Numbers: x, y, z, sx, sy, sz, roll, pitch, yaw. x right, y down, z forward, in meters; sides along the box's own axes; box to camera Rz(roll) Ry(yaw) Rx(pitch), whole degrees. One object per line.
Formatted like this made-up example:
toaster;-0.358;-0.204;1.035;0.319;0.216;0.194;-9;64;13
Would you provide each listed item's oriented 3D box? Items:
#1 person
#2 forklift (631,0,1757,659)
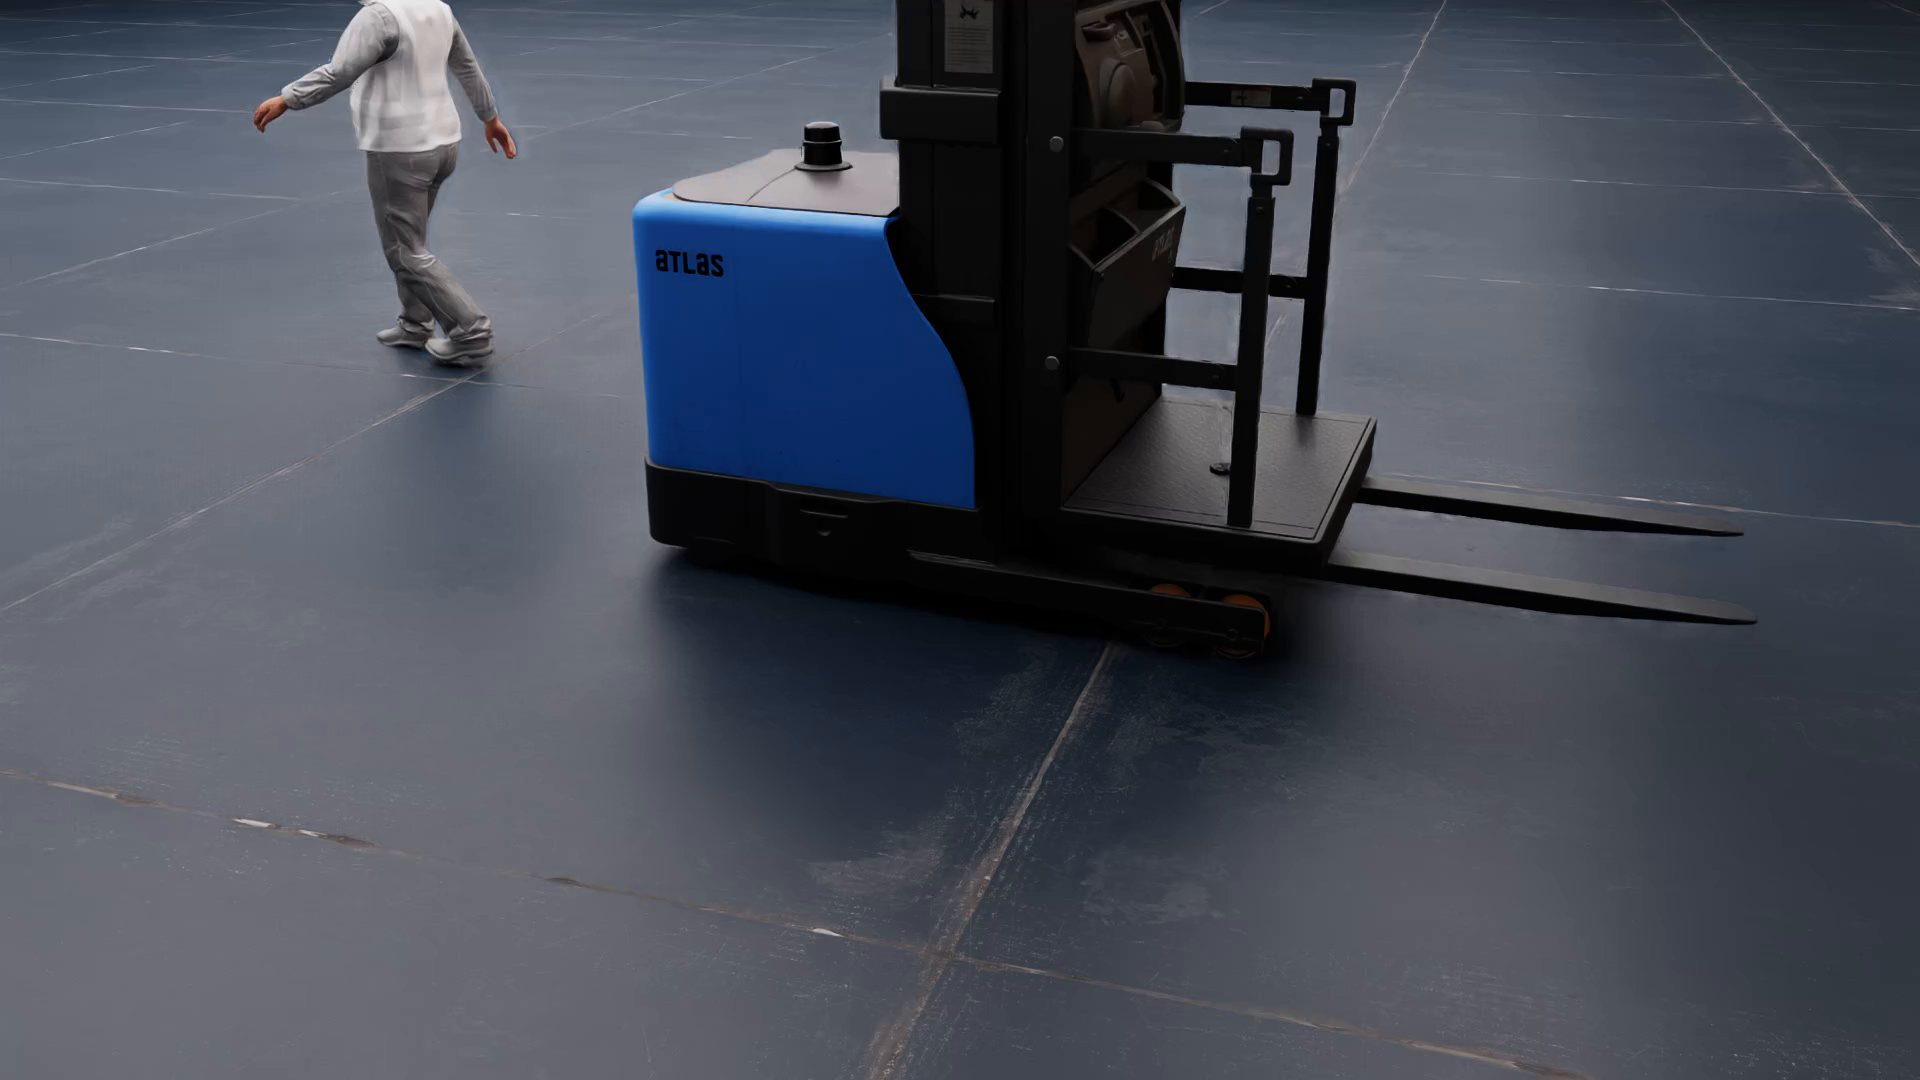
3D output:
person;-2.239;-1.596;6.714;0.751;1.753;0.934;6;23;15
forklift;0.643;-1.271;4.359;3.031;2.935;1.130;8;24;19
